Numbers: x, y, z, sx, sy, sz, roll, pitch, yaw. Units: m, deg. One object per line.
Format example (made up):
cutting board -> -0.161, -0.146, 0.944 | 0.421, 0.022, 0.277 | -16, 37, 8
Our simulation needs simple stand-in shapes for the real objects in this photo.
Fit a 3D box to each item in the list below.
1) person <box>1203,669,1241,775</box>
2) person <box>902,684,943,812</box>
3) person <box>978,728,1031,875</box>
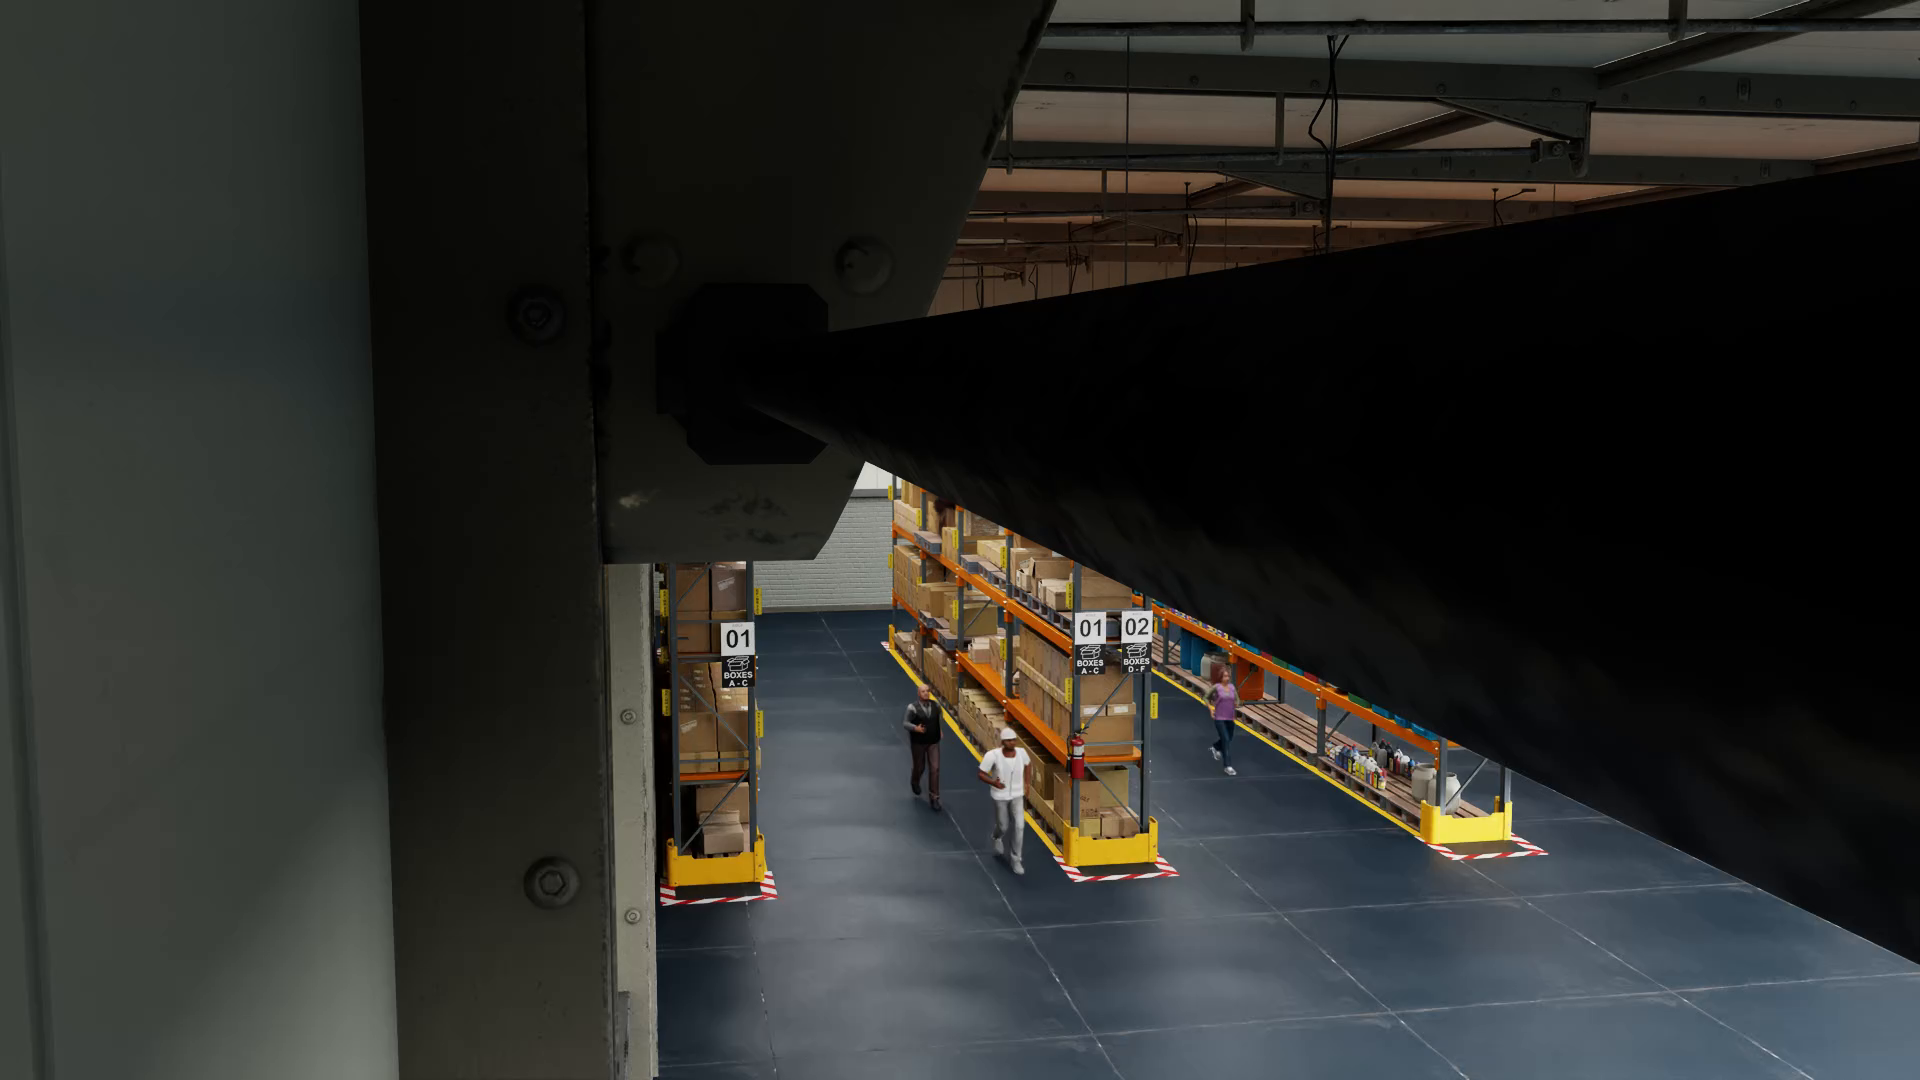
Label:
person -> 4.058, 2.761, 25.621 | 0.543, 1.575, 0.866 | -2, 7, -19
person -> -0.504, 2.905, 23.676 | 0.658, 1.732, 0.955 | -2, 6, -16
person -> 0.585, 3.215, 20.829 | 0.735, 1.766, 0.918 | -2, 6, -15
